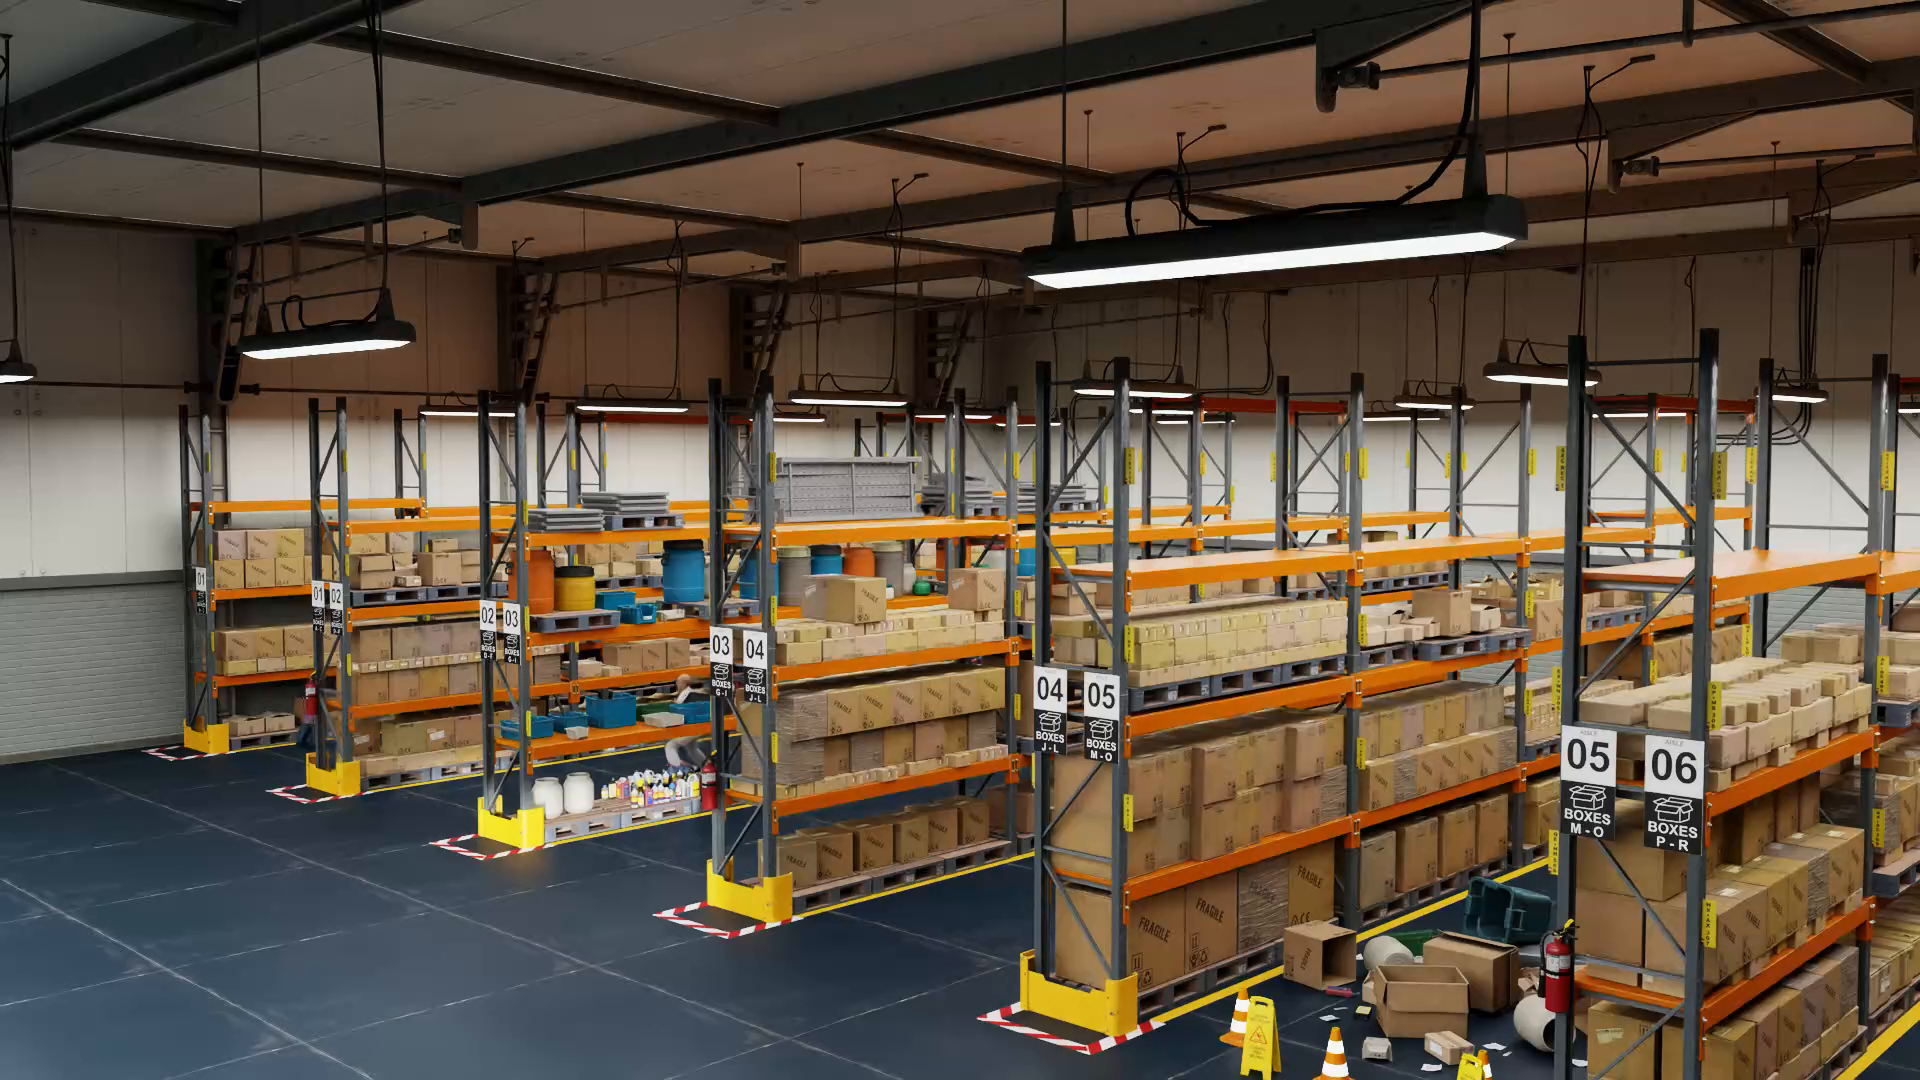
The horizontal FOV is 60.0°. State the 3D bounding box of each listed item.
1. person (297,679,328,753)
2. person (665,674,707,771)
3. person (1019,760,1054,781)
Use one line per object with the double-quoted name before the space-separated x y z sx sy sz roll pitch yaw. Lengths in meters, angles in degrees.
"person" -10.457 2.974 26.857 0.547 1.561 0.505 1 3 20
"person" -4.197 2.997 25.864 0.763 1.669 0.901 0 3 -8
"person" 1.167 2.938 25.912 0.614 1.840 1.054 2 4 38
